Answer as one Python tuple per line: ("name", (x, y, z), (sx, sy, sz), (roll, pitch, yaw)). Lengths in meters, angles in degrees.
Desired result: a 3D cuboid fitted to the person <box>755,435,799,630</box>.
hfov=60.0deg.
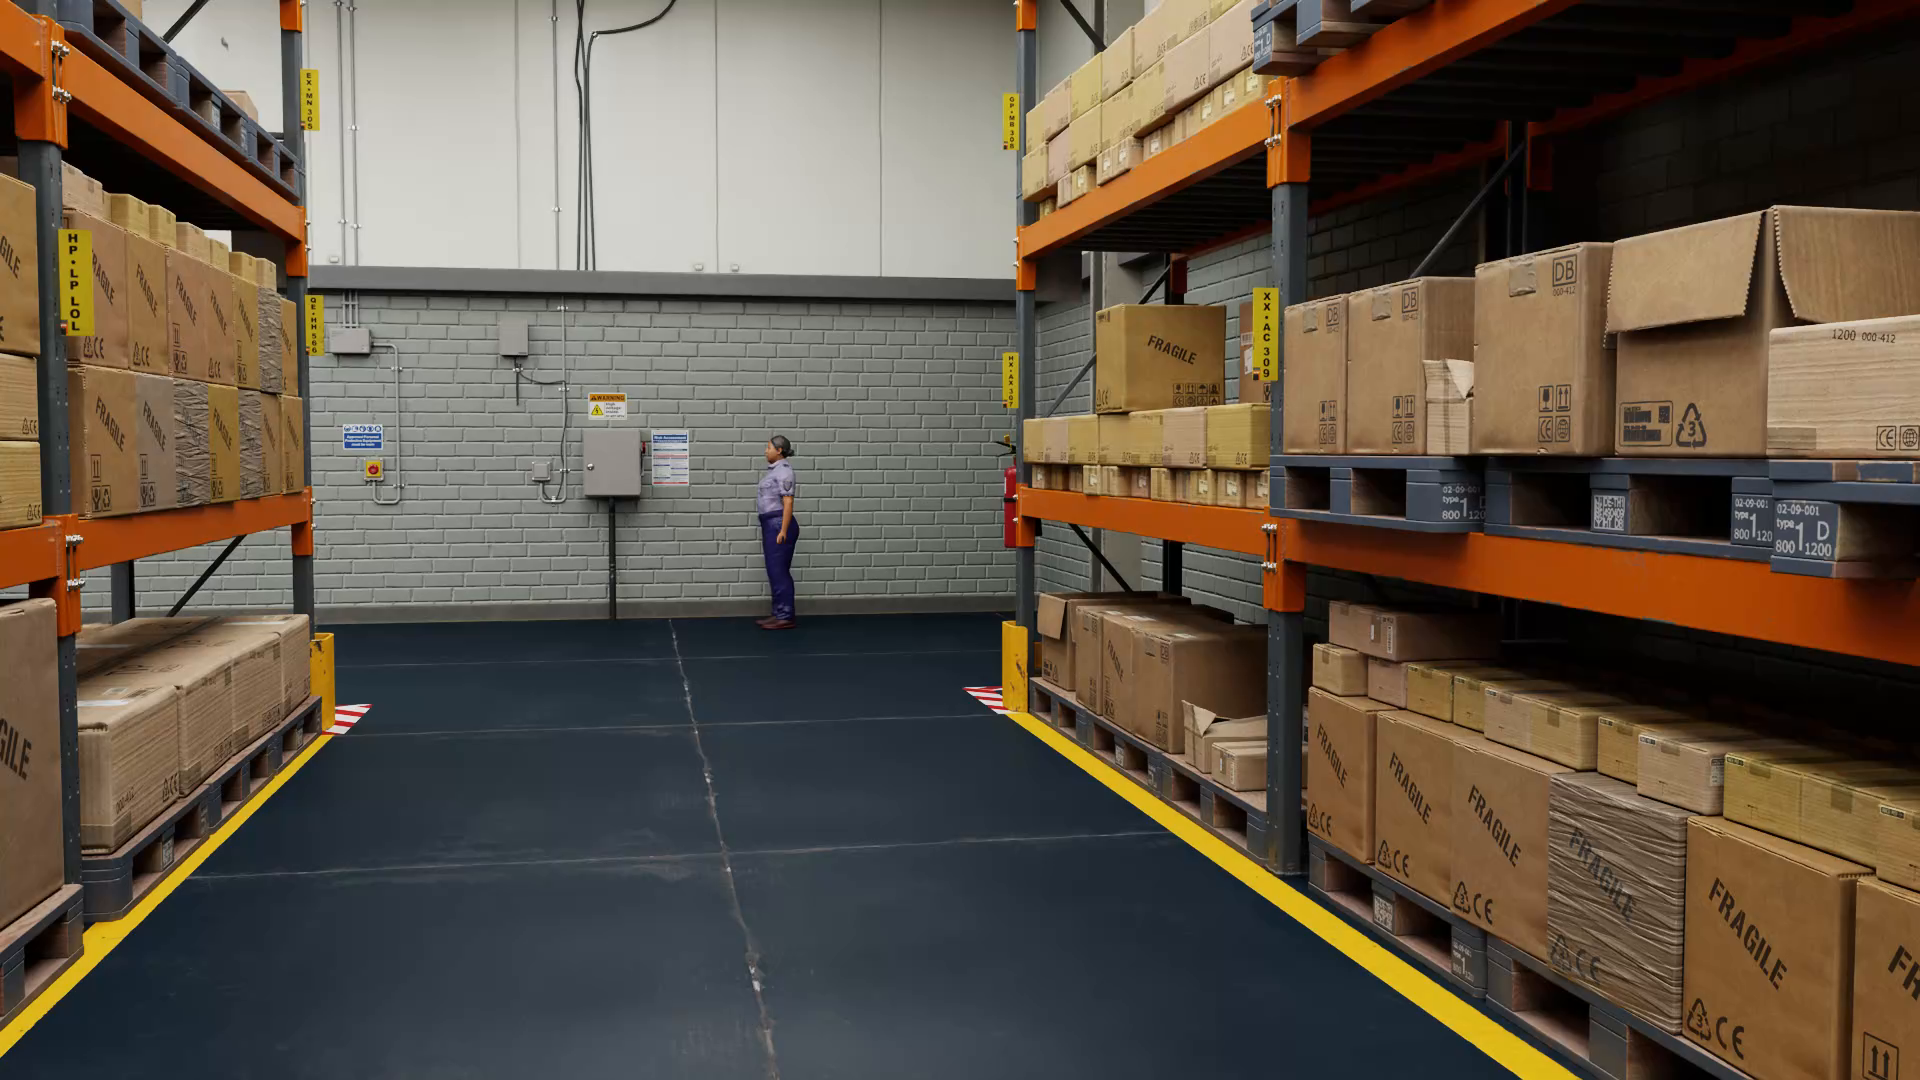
("person", (-1.567, -0.062, 14.259), (0.347, 1.635, 0.481), (-1, 3, -15))
